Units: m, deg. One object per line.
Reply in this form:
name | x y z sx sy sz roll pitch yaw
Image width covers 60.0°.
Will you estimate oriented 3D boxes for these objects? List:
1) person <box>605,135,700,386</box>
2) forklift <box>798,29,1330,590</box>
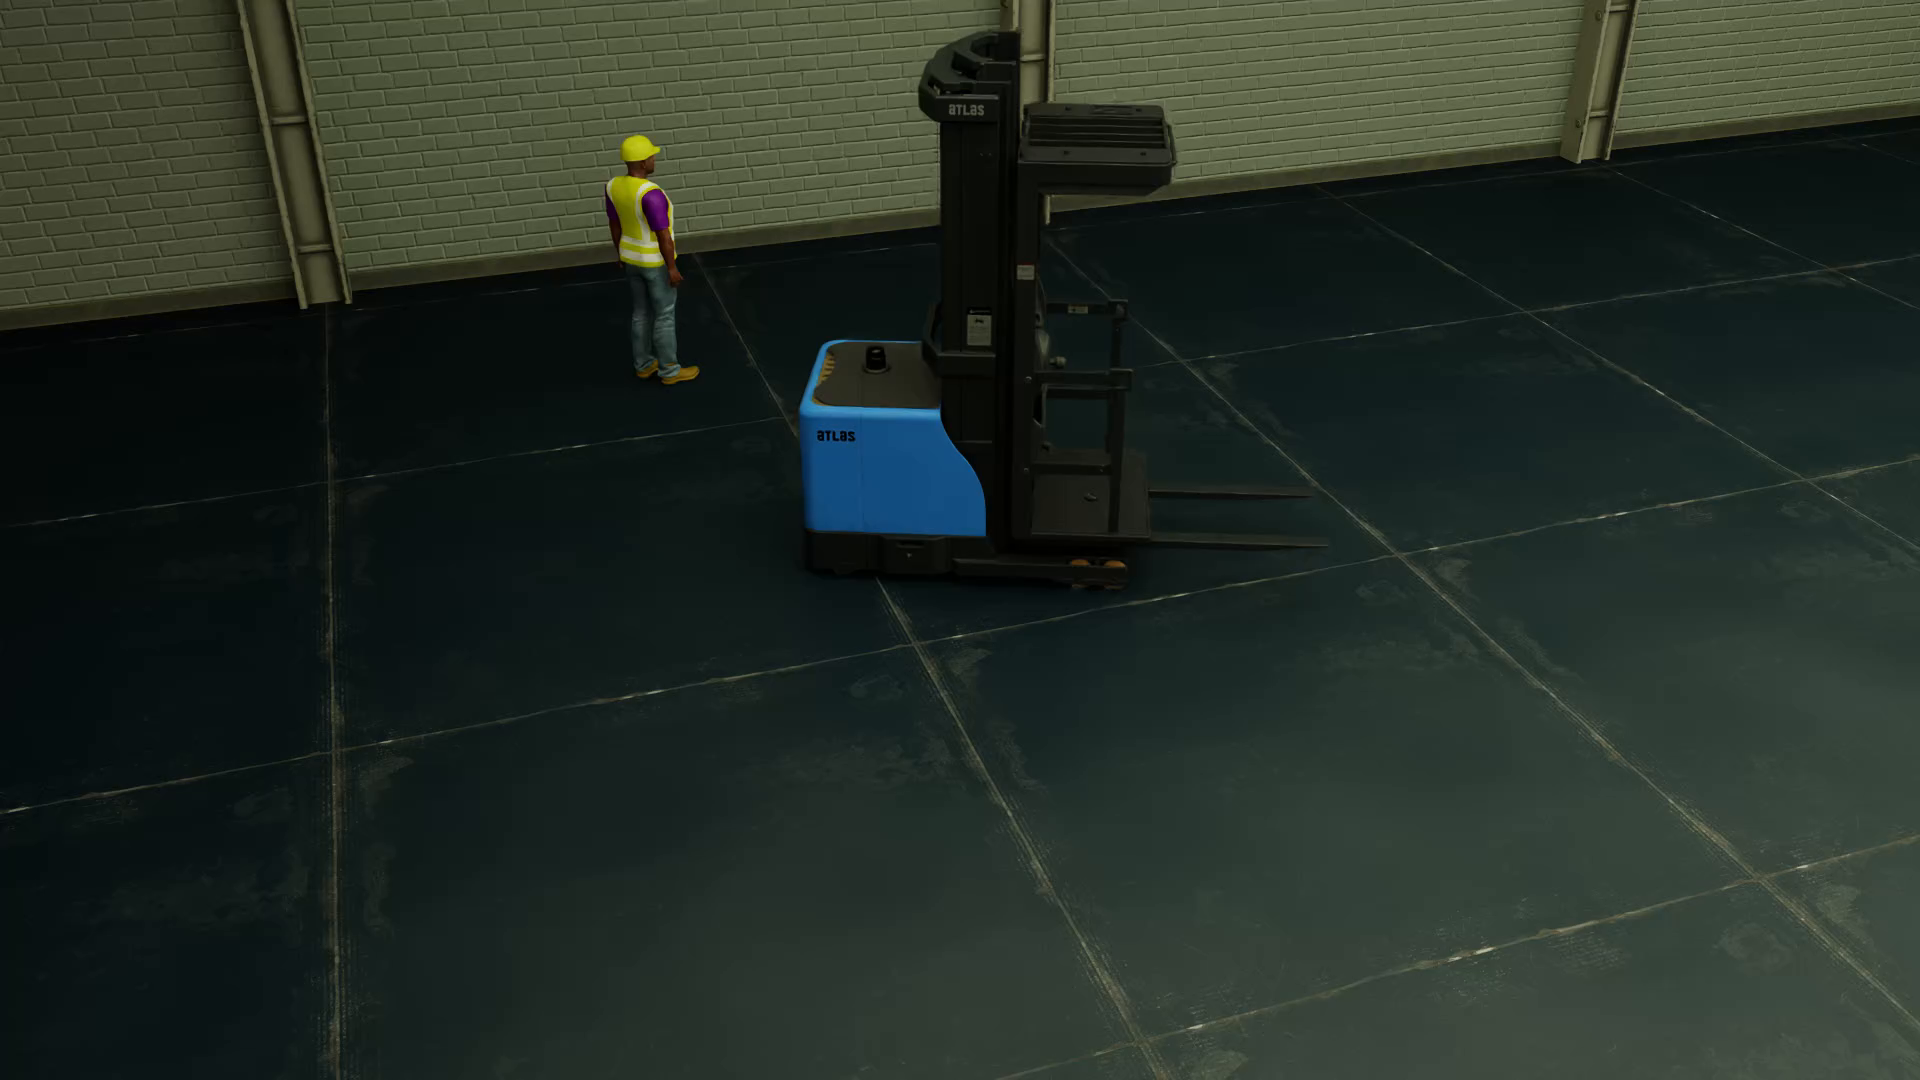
person | -2.170 -1.967 11.672 0.581 1.771 0.373 21 36 32
forklift | 0.631 -1.260 9.277 3.031 2.935 1.130 2 30 3
